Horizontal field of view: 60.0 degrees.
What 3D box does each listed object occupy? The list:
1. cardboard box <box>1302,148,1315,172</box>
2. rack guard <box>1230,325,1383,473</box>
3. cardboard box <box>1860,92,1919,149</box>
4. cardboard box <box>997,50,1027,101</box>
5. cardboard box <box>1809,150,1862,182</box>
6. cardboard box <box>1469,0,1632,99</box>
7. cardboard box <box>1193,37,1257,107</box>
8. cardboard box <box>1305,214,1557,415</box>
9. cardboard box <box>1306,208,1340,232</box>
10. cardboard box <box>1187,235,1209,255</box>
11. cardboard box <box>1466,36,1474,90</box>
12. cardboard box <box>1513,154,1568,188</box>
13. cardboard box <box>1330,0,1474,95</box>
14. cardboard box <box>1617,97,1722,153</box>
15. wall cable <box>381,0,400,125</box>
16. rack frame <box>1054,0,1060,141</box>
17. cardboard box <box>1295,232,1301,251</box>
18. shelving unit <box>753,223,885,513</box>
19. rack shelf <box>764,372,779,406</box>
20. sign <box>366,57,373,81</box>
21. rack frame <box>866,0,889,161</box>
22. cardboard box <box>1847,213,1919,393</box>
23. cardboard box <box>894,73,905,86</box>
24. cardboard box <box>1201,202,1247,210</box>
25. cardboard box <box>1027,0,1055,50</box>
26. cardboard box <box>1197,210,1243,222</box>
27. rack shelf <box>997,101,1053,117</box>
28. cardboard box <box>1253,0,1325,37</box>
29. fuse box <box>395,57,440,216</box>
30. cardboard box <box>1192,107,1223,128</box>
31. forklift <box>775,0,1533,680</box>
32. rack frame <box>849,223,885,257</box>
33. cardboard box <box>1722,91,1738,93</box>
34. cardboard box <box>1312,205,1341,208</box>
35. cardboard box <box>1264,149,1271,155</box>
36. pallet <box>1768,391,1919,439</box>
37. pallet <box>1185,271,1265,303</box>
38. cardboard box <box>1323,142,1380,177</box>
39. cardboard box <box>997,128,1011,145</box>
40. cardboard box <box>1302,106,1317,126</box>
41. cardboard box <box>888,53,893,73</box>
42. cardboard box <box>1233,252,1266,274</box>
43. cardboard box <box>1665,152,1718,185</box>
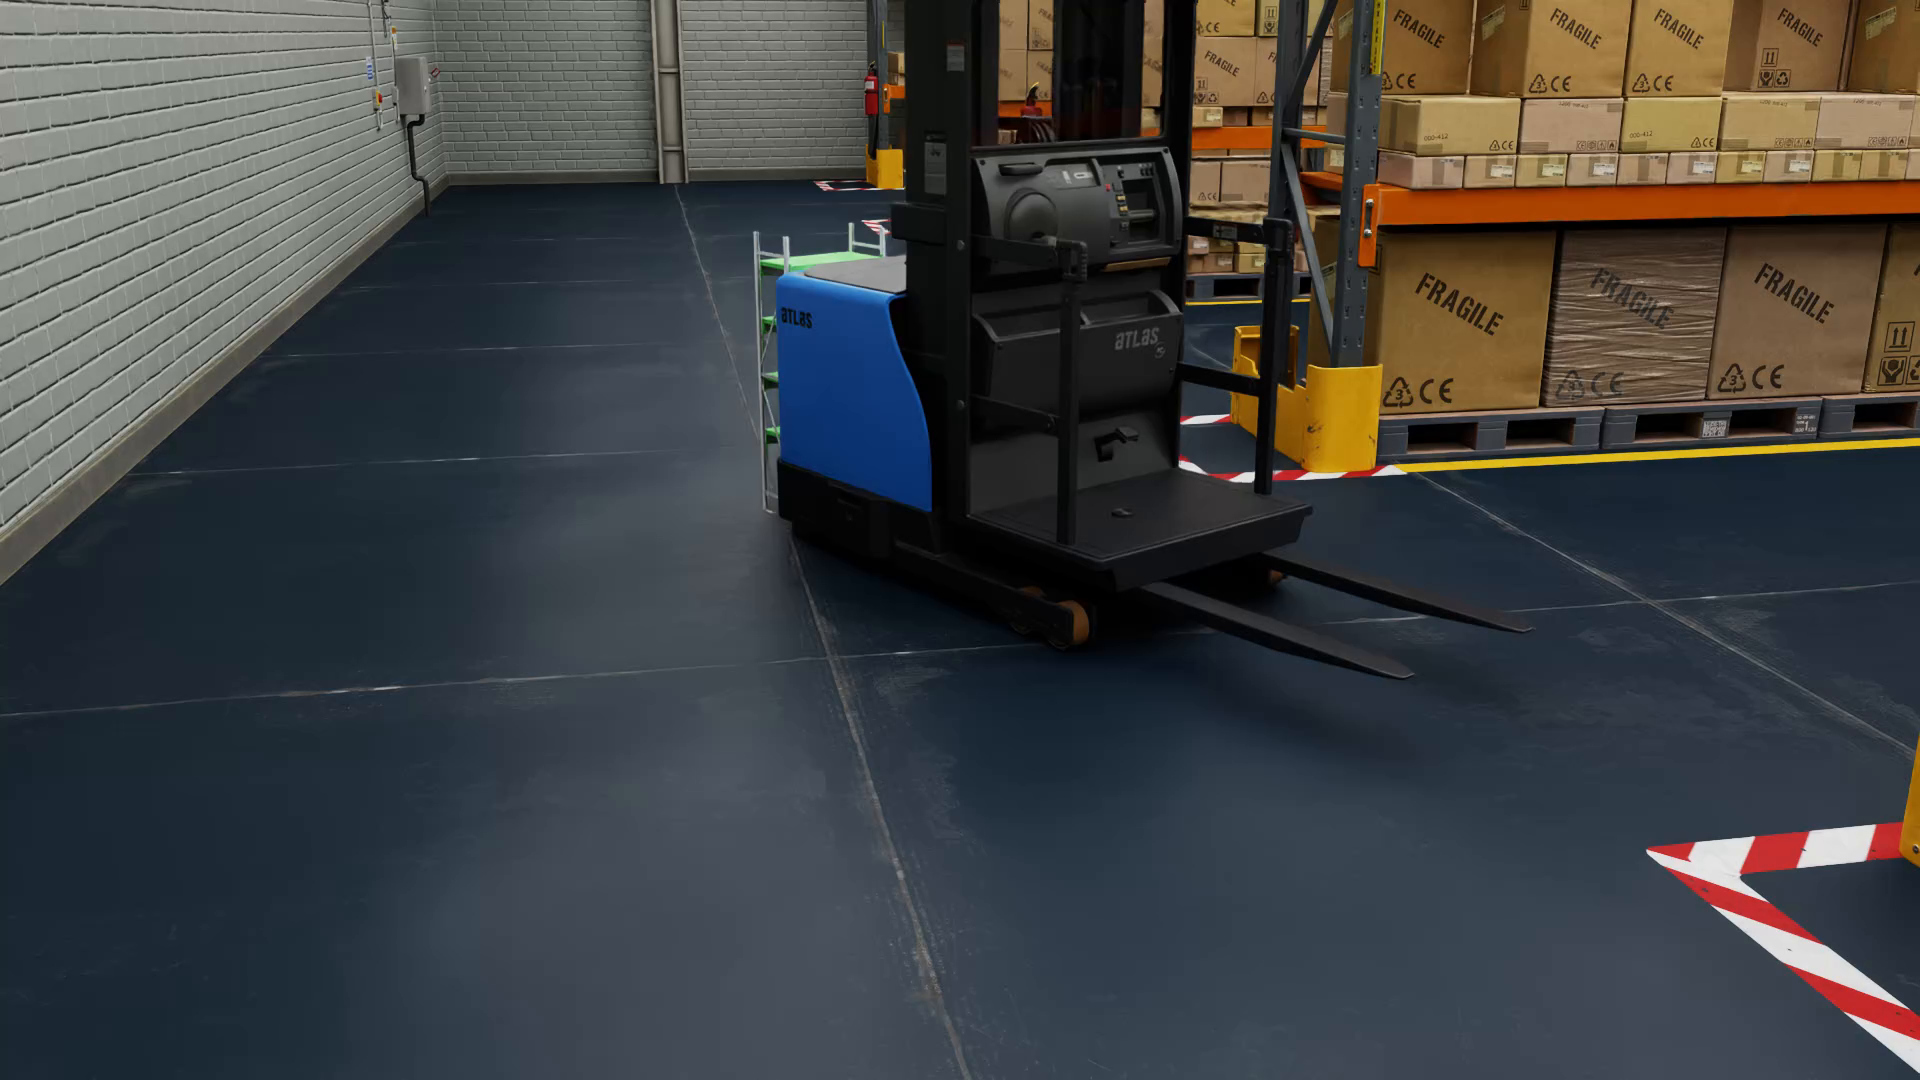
[{"bbox_3d":[4.376,-4.246,18.431,0.875,0.875,0.875,-3,17,-9],"label":"cardboard box"},{"bbox_3d":[1.711,-0.728,8.330,0.348,0.500,1.175,-3,17,-10],"label":"rack guard"},{"bbox_3d":[4.771,-2.088,8.248,0.500,0.250,0.500,-3,17,-9],"label":"cardboard box"},{"bbox_3d":[0.380,-4.773,17.071,0.500,0.500,0.500,-3,17,-11],"label":"cardboard box"},{"bbox_3d":[4.163,-1.844,8.133,0.250,0.149,0.380,-4,17,-11],"label":"cardboard box"},{"bbox_3d":[2.748,-2.330,7.760,0.500,0.500,0.500,-4,17,-12],"label":"cardboard box"},{"bbox_3d":[1.907,-3.532,12.525,0.500,0.500,0.500,-3,17,-10],"label":"cardboard box"},{"bbox_3d":[2.348,-1.168,8.408,0.875,0.875,0.875,-3,17,-10],"label":"cardboard box"},{"bbox_3d":[2.760,-2.492,12.944,0.250,0.149,0.380,-3,17,-10],"label":"cardboard box"},{"bbox_3d":[1.736,-2.294,12.805,0.250,0.149,0.380,-3,17,-11],"label":"cardboard box"},{"bbox_3d":[3.889,-3.635,12.862,0.500,0.500,0.500,-4,17,-12],"label":"cardboard box"},{"bbox_3d":[2.649,-1.758,7.853,0.250,0.149,0.380,-4,17,-12],"label":"cardboard box"},{"bbox_3d":[2.163,-2.456,8.170,0.500,0.500,0.500,-3,17,-10],"label":"cardboard box"},{"bbox_3d":[3.260,-2.001,7.967,0.500,0.250,0.500,-4,17,-12],"label":"cardboard box"},{"bbox_3d":[-5.958,-5.354,17.404,0.122,1.984,0.588,-3,17,-10],"label":"wall cable"},{"bbox_3d":[0.893,-3.359,12.641,0.127,3.000,1.000,-3,17,-10],"label":"rack frame"},{"bbox_3d":[2.474,-2.358,13.014,0.250,0.149,0.380,-4,18,-13],"label":"cardboard box"},{"bbox_3d":[-0.586,-0.722,7.118,0.503,1.200,0.258,-14,22,-38],"label":"shelving unit"},{"bbox_3d":[-0.586,-0.661,7.137,0.480,0.148,0.258,-14,22,-38],"label":"rack shelf"},{"bbox_3d":[-5.728,-4.572,16.128,0.001,0.218,0.327,-3,17,-10],"label":"sign"},{"bbox_3d":[-1.091,-6.212,21.926,0.127,3.000,1.000,-3,17,-10],"label":"rack frame"},{"bbox_3d":[4.999,-1.318,8.898,0.875,0.875,0.875,-3,17,-10],"label":"cardboard box"},{"bbox_3d":[-0.716,-6.031,21.765,0.250,0.149,0.380,-3,17,-11],"label":"cardboard box"},{"bbox_3d":[2.119,-2.629,13.389,0.250,0.149,0.380,-4,18,-13],"label":"cardboard box"},{"bbox_3d":[0.886,-5.282,17.027,0.500,0.500,0.500,-4,17,-12],"label":"cardboard box"},{"bbox_3d":[1.991,-2.440,12.775,0.250,0.149,0.380,-3,17,-11],"label":"cardboard box"},{"bbox_3d":[1.818,-4.548,17.737,4.000,0.370,1.077,-3,17,-10],"label":"rack shelf"},{"bbox_3d":[2.393,-4.028,12.439,0.500,0.500,0.500,-4,17,-12],"label":"cardboard box"},{"bbox_3d":[-5.932,-4.458,18.411,0.414,1.711,0.539,-3,17,-10],"label":"fuse box"},{"bbox_3d":[1.790,-3.189,12.512,0.250,0.149,0.380,-4,17,-12],"label":"cardboard box"},{"bbox_3d":[0.568,-1.197,5.717,1.130,2.935,3.031,-14,22,-37],"label":"forklift"},{"bbox_3d":[-0.398,-0.768,7.267,0.015,1.200,0.240,-14,22,-38],"label":"rack frame"},{"bbox_3d":[3.669,-2.185,8.565,0.500,0.250,0.500,-3,17,-10],"label":"cardboard box"},{"bbox_3d":[2.904,-2.665,13.508,0.250,0.149,0.380,-3,17,-10],"label":"cardboard box"},{"bbox_3d":[4.366,-5.461,23.026,0.500,0.500,0.500,-4,17,-12],"label":"cardboard box"},{"bbox_3d":[4.901,-0.794,9.037,1.213,0.211,1.003,-3,17,-10],"label":"pallet"},{"bbox_3d":[1.772,-2.066,13.178,1.213,0.211,1.003,-3,17,-10],"label":"pallet"},{"bbox_3d":[2.022,-1.919,8.378,0.250,0.149,0.380,-3,17,-9],"label":"cardboard box"},{"bbox_3d":[0.375,-5.260,22.372,0.500,0.500,0.700,-3,17,-8],"label":"cardboard box"},{"bbox_3d":[2.537,-3.256,12.732,0.250,0.149,0.380,-4,17,-12],"label":"cardboard box"},{"bbox_3d":[-0.689,-6.384,22.237,0.500,0.250,0.500,-3,17,-9],"label":"cardboard box"},{"bbox_3d":[2.224,-2.171,12.911,0.250,0.149,0.380,-3,17,-10],"label":"cardboard box"},{"bbox_3d":[3.408,-1.801,7.994,0.250,0.149,0.380,-3,17,-11],"label":"cardboard box"}]
